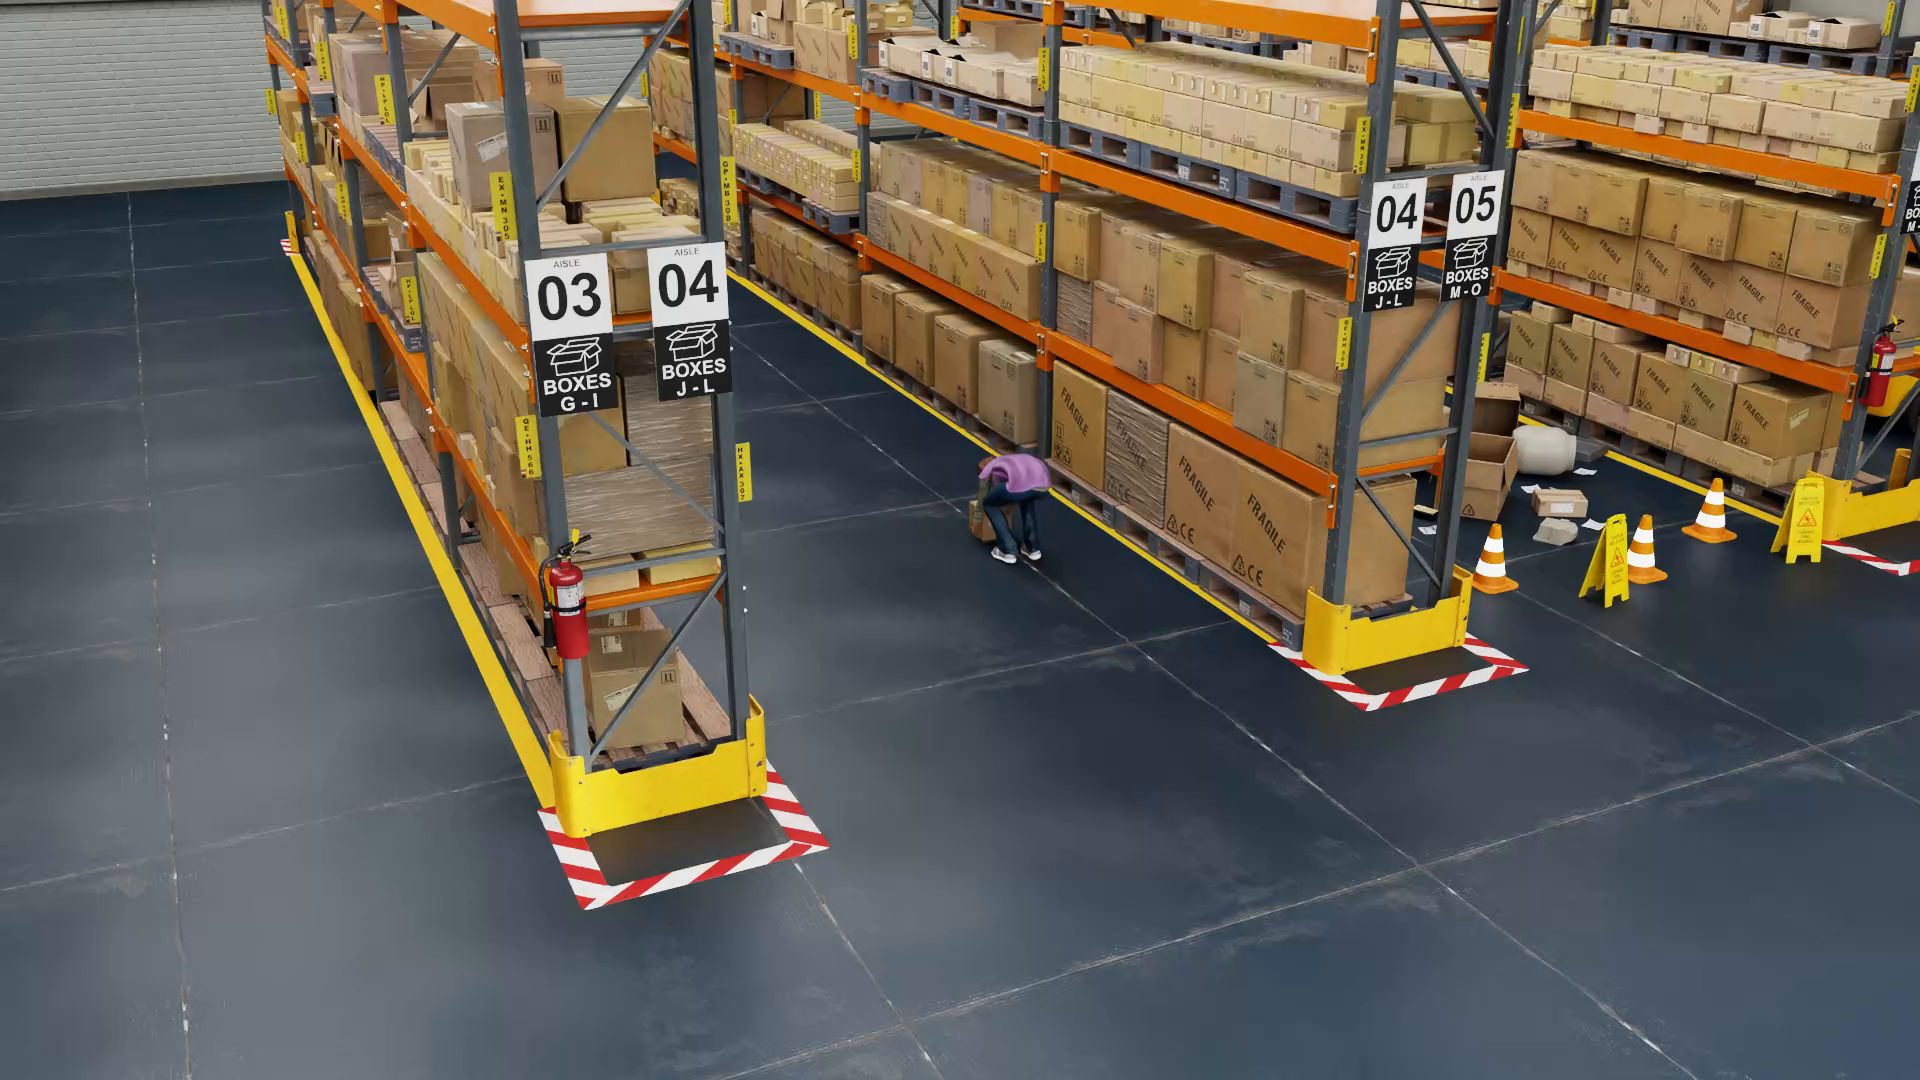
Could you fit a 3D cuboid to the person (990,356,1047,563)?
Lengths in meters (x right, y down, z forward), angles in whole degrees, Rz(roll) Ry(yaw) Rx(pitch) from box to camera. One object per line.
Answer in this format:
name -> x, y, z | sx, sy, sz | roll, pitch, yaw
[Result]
person -> 0.437, -0.591, 12.426 | 0.476, 1.591, 0.347 | -12, 25, -26
